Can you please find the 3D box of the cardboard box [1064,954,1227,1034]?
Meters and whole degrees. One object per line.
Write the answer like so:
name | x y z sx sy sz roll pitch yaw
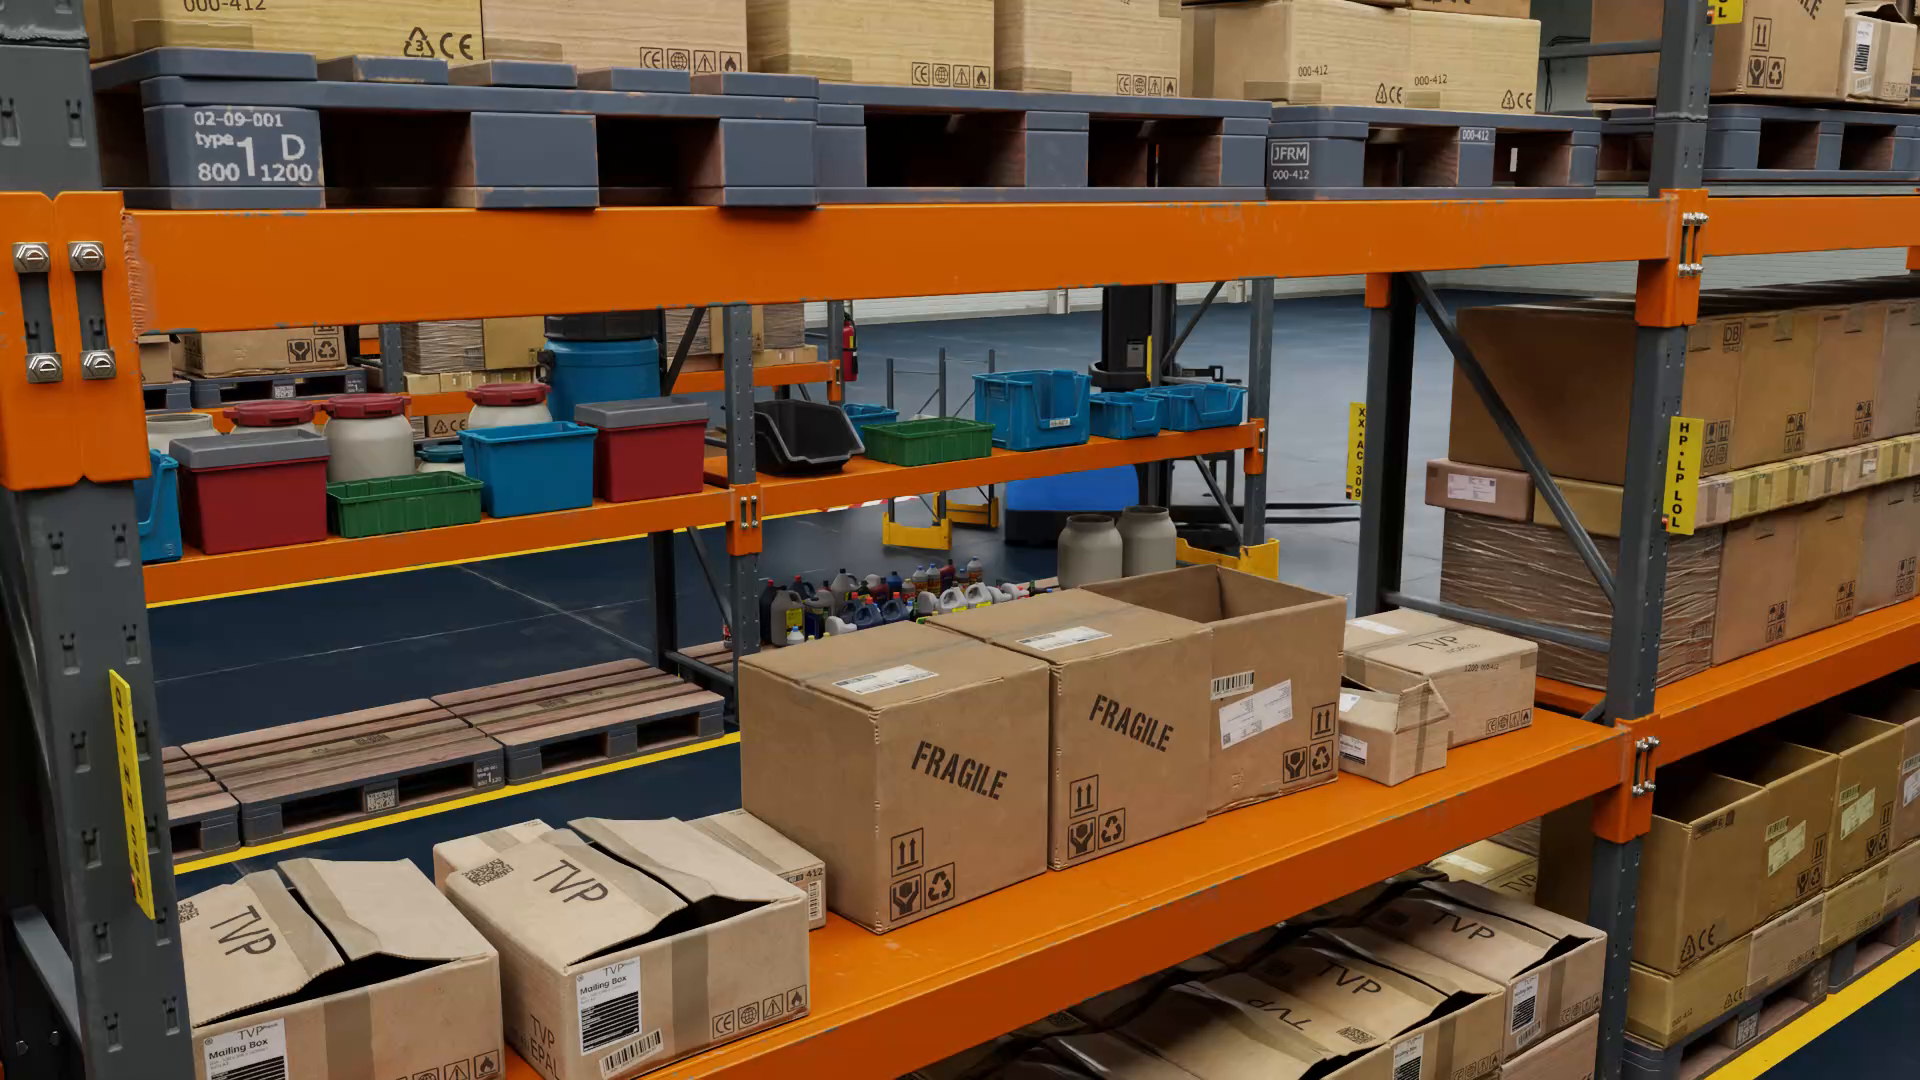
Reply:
cardboard box | 0.398 1.271 4.681 0.500 0.311 0.500 -10 16 -40

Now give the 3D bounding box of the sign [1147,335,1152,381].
sign | 1.365 -1.287 11.803 0.005 0.325 0.100 -9 15 -38

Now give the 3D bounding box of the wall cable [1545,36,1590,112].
wall cable | 16.452 -11.841 43.045 0.112 2.526 3.097 -9 15 -38

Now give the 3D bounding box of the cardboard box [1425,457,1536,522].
cardboard box | 1.752 -0.175 5.431 0.250 0.149 0.380 -9 15 -38

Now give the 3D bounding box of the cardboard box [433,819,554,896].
cardboard box | -0.920 0.741 3.521 0.250 0.149 0.380 -9 15 -38

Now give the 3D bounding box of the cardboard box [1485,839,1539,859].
cardboard box | 2.296 1.241 6.169 0.500 0.250 0.500 -9 15 -38

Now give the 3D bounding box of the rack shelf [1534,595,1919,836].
rack shelf | 3.235 0.353 6.476 4.000 0.370 1.077 -9 15 -38

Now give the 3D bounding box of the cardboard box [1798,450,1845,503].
cardboard box | 2.802 -0.242 5.743 0.250 0.149 0.380 -10 16 -40

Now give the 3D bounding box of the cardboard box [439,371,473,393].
cardboard box | -3.953 -1.233 12.819 0.250 0.149 0.380 -9 15 -38

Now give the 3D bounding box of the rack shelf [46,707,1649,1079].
rack shelf | 0.112 0.872 4.032 4.000 0.370 1.077 -9 15 -38

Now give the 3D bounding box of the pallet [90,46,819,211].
pallet | -0.976 -0.698 2.926 1.003 0.211 1.213 -9 15 -35

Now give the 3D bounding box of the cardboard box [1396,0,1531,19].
cardboard box | 1.167 -1.632 4.415 0.500 0.500 0.500 -9 15 -37

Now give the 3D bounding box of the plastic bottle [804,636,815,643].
plastic bottle | -0.816 0.627 9.132 0.097 0.201 0.097 0 12 0

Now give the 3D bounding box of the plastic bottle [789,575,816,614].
plastic bottle | -0.945 0.382 9.925 0.185 0.351 0.144 -10 16 -40

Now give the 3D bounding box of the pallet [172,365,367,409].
pallet | -5.200 -1.177 12.412 1.213 0.211 1.003 -9 15 -38

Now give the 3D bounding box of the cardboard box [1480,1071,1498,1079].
cardboard box | 1.135 1.567 4.638 0.500 0.250 0.500 -10 15 -39

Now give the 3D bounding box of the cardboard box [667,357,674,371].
cardboard box | -2.588 -1.460 13.890 0.250 0.149 0.380 -9 15 -38

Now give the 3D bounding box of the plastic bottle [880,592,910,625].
plastic bottle | -0.381 0.476 9.486 0.185 0.351 0.144 -10 16 -40

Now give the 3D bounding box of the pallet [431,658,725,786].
pallet | -2.007 0.929 8.745 1.213 0.211 1.003 -9 15 -38

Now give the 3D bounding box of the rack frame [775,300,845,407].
rack frame | -1.388 -1.865 15.192 0.127 3.000 1.000 -9 15 -38

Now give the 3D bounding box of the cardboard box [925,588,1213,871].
cardboard box | 0.261 0.442 4.084 0.500 0.500 0.500 -9 15 -38

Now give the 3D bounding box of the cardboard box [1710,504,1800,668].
cardboard box | 2.424 0.084 5.772 0.500 0.500 0.700 -10 15 -38

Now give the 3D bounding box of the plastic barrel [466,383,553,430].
plastic barrel | -2.302 -0.521 8.534 0.433 0.535 0.433 0 12 0

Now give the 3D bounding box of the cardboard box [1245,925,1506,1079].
cardboard box | 1.134 1.294 4.574 0.500 0.311 0.500 -9 15 -36

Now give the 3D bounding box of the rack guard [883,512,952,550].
rack guard | -0.345 -0.073 13.372 0.587 0.250 0.087 5 13 23

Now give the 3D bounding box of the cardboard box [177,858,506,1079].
cardboard box | -1.138 0.783 2.933 0.500 0.311 0.500 -8 15 -34

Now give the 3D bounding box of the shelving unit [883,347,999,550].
shelving unit | -0.147 -0.779 13.689 0.587 1.500 1.083 5 13 23

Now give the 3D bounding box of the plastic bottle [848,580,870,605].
plastic bottle | -0.609 0.387 10.067 0.133 0.283 0.061 -9 15 -38

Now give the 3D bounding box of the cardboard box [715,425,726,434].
cardboard box | -1.887 -0.770 15.040 0.500 0.500 0.500 -6 14 -27

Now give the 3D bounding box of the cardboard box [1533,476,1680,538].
cardboard box | 2.005 -0.109 5.117 0.250 0.149 0.380 -9 15 -38

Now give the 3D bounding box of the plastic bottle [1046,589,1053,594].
plastic bottle | 0.545 0.401 10.197 0.097 0.201 0.097 0 12 0

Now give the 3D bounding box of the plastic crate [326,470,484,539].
plastic crate | -2.601 -0.168 7.707 0.662 0.188 0.450 -9 15 -38

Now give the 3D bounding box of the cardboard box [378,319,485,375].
cardboard box | -4.122 -1.589 12.934 0.500 0.500 0.875 -9 15 -38

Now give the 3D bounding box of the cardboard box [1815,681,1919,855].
cardboard box | 3.401 0.829 6.306 0.500 0.500 0.500 -9 15 -38

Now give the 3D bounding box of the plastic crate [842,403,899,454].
plastic crate | -0.723 -0.658 9.864 0.616 0.251 0.499 -9 15 -38

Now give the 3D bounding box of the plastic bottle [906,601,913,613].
plastic bottle | -0.289 0.489 9.613 0.097 0.271 0.097 0 12 0

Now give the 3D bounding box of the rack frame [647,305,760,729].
rack frame | -1.418 -0.543 8.965 0.127 3.000 1.000 -9 15 -38

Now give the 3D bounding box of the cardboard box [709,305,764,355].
cardboard box | -2.151 -1.909 14.439 0.500 0.500 0.875 -9 15 -38

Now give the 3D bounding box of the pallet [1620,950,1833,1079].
pallet | 2.321 1.528 5.923 1.213 0.211 1.003 -9 15 -38

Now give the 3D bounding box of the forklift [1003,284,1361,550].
forklift | 1.881 -1.466 13.478 3.031 2.935 1.130 0 12 1

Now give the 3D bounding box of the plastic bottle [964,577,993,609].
plastic bottle | 0.096 0.396 9.859 0.185 0.351 0.144 -9 15 -35

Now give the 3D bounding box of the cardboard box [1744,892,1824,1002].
cardboard box | 2.619 1.325 5.774 0.500 0.250 0.500 -9 15 -38

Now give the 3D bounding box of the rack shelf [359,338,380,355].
rack shelf | -5.970 -2.072 17.895 4.000 0.370 1.077 -9 15 -38

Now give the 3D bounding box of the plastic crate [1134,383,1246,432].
plastic crate | 1.502 -0.876 10.890 0.616 0.251 0.499 -9 15 -38

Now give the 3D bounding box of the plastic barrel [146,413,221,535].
plastic barrel | -3.542 -0.302 7.558 0.421 0.512 0.421 0 12 0

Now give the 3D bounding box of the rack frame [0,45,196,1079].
rack frame | -1.450 0.780 2.735 0.127 3.000 1.000 -9 15 -38

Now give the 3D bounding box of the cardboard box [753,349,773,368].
cardboard box | -1.841 -1.599 14.542 0.250 0.149 0.380 -9 15 -38

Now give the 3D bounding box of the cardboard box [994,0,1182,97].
cardboard box | 0.142 -1.100 3.718 0.500 0.250 0.500 -11 16 -42

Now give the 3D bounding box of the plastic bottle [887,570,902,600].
plastic bottle | -0.409 0.326 10.382 0.097 0.271 0.097 0 12 0

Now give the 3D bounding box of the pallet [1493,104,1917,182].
pallet | 2.324 -1.278 5.418 1.213 0.211 1.003 -9 15 -38

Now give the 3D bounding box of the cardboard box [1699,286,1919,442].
cardboard box | 3.192 -0.677 6.230 0.500 0.500 0.700 -9 15 -38

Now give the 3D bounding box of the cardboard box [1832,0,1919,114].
cardboard box | 3.038 -1.724 5.709 0.637 0.503 0.797 -7 14 -31

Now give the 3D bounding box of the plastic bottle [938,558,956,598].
plastic bottle | -0.093 0.263 10.651 0.133 0.283 0.061 -9 15 -37

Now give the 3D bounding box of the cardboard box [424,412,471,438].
cardboard box | -5.582 -1.636 18.216 0.875 0.875 0.875 -10 15 -39
